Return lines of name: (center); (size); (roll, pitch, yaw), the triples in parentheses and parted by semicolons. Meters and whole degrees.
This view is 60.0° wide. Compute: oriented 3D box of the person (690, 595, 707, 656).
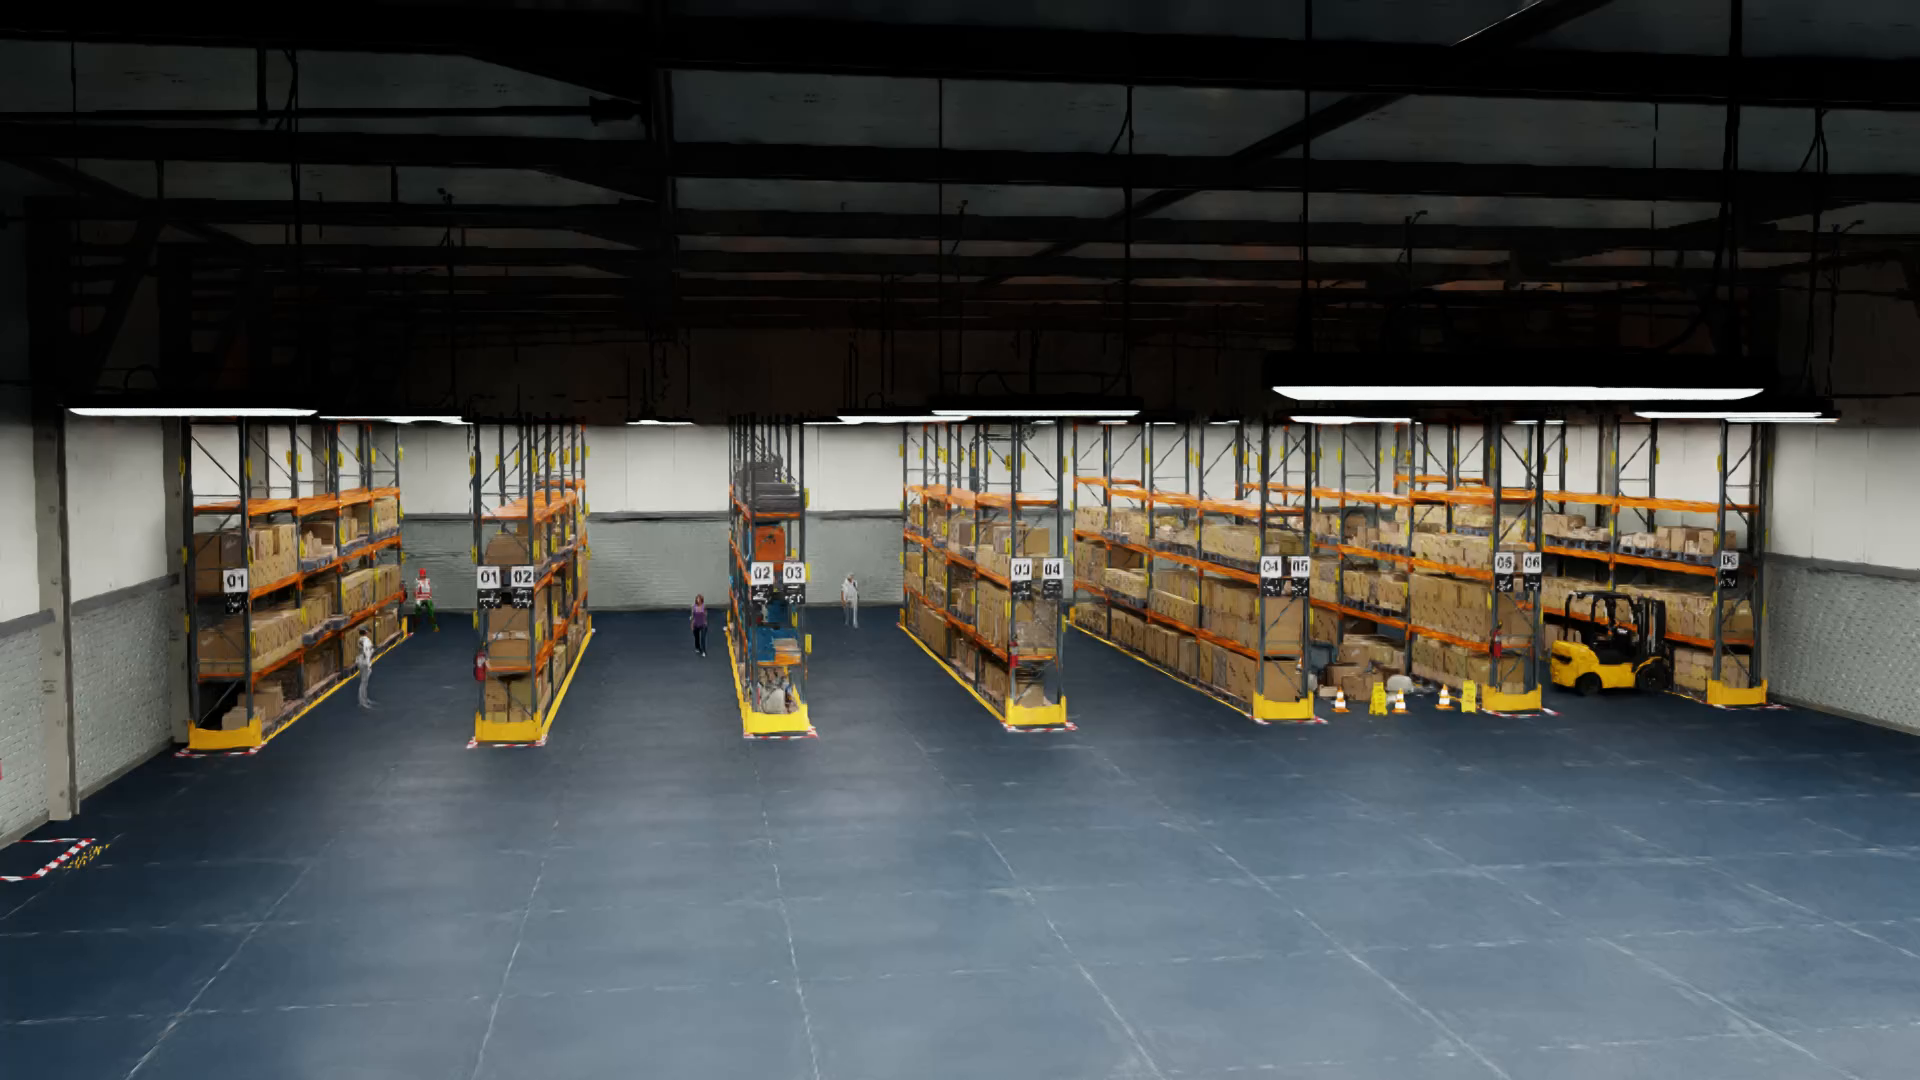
person: (-6.544, 2.138, 41.656); (0.417, 1.478, 1.037); (0, 4, -7)

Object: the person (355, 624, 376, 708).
person: (-12.138, 2.557, 34.018); (0.433, 1.684, 0.553); (-3, 5, -35)

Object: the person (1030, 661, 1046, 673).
person: (1.813, 2.207, 38.641); (0.498, 1.774, 0.627); (-3, 5, -35)

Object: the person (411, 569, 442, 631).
person: (-15.006, 1.676, 46.630); (0.714, 1.770, 0.678); (-4, 5, -43)

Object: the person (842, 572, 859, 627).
person: (-3.139, 1.684, 47.593); (0.497, 1.583, 1.090); (0, 4, -7)
